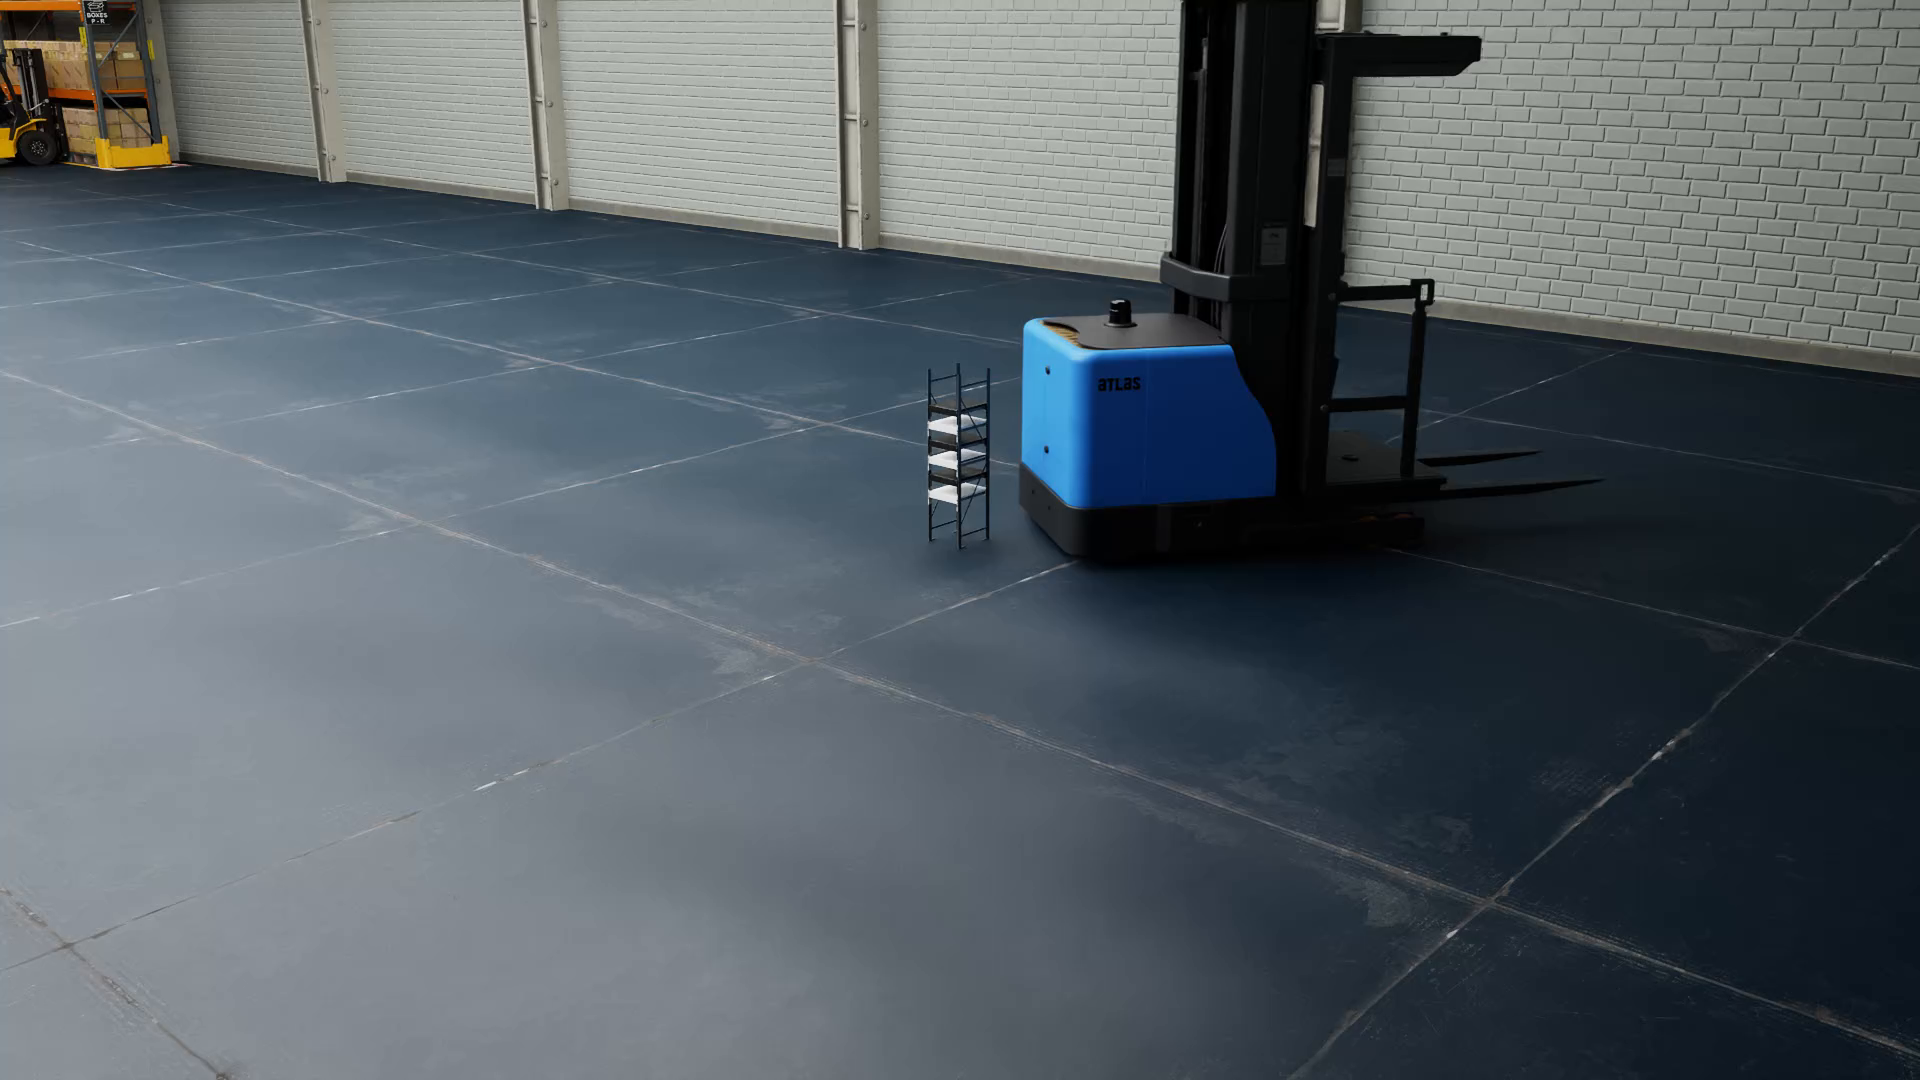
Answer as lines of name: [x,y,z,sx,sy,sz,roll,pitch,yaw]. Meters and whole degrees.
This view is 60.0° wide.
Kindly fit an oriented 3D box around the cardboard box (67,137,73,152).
cardboard box: [-16.004,-7.223,30.264,0.500,0.250,0.500,15,23,40]

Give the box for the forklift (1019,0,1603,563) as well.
forklift: [1.892,-1.502,8.498,3.031,2.935,1.130,-4,18,-13]

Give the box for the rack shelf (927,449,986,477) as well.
rack shelf: [-0.006,-0.399,8.491,0.200,0.077,0.258,15,23,39]

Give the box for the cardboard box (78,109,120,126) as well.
cardboard box: [-15.261,-7.494,29.465,0.500,0.250,0.500,16,24,41]

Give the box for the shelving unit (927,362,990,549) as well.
shelving unit: [-0.006,-0.431,8.481,0.210,0.900,0.258,15,23,39]

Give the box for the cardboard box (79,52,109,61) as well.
cardboard box: [-15.155,-8.469,29.101,0.250,0.149,0.380,15,23,40]

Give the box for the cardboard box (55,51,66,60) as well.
cardboard box: [-15.928,-8.675,29.750,0.250,0.149,0.380,14,22,38]

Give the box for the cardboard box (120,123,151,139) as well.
cardboard box: [-14.923,-7.375,29.917,0.500,0.250,0.500,16,23,40]

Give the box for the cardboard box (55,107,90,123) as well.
cardboard box: [-16.031,-7.694,30.096,0.500,0.250,0.500,15,23,40]

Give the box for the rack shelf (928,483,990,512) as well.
rack shelf: [-0.006,-0.227,8.545,0.200,0.077,0.258,15,23,39]

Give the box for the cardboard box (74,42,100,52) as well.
cardboard box: [-15.322,-8.671,29.247,0.250,0.149,0.380,15,23,39]

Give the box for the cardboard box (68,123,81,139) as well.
cardboard box: [-15.649,-7.364,29.882,0.500,0.250,0.500,15,23,39]

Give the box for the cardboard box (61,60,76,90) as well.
cardboard box: [-15.634,-8.299,29.639,0.500,0.500,0.500,16,24,41]

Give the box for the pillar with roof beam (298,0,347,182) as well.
pillar with roof beam: [-13.002,-9.131,22.505,0.400,9.000,9.100,15,23,39]

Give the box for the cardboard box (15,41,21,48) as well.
cardboard box: [-17.392,-9.249,31.066,0.250,0.149,0.380,15,23,40]

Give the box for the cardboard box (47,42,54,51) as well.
cardboard box: [-16.138,-8.863,29.849,0.250,0.149,0.380,16,23,40]

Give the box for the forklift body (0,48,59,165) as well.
forklift body: [-17.339,-7.669,29.222,1.214,2.155,2.313,15,23,39]

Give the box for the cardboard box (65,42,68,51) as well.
cardboard box: [-15.673,-8.785,29.604,0.250,0.149,0.380,15,23,40]

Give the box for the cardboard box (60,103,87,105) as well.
cardboard box: [-16.816,-8.122,31.443,0.500,0.250,0.500,15,23,38]

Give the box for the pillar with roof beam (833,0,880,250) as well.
pillar with roof beam: [-4.026,-6.721,14.913,0.400,9.000,9.100,15,23,39]

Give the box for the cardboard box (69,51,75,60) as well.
cardboard box: [-15.519,-8.580,29.450,0.250,0.149,0.380,16,23,40]

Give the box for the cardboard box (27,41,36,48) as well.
cardboard box: [-16.871,-9.075,30.517,0.250,0.149,0.380,15,23,38]

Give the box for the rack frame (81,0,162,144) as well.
rack frame: [-14.709,-8.106,29.195,0.127,3.000,1.000,15,23,39]

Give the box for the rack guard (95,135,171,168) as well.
rack guard: [-14.691,-6.910,29.558,0.348,0.500,1.175,15,23,39]

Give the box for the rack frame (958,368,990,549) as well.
rack frame: [0.070,-0.410,8.416,0.006,0.900,0.240,15,23,39]

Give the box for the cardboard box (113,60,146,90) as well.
cardboard box: [-14.895,-8.316,29.691,0.500,0.500,0.500,16,24,41]

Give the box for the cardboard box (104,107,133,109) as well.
cardboard box: [-15.319,-7.711,30.149,0.500,0.250,0.500,15,23,39]

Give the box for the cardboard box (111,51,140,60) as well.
cardboard box: [-14.791,-8.590,29.481,0.250,0.149,0.380,14,23,38]

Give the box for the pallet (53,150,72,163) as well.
pallet: [-16.217,-7.166,30.843,1.213,0.211,1.003,15,23,39]

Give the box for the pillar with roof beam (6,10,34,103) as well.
pillar with roof beam: [-21.977,-11.540,30.097,0.400,9.000,9.100,15,23,39]

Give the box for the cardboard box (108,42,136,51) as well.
cardboard box: [-14.819,-8.720,29.401,0.250,0.149,0.380,14,23,38]

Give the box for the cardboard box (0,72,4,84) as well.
cardboard box: [-18.252,-8.880,31.881,0.500,0.250,0.500,16,23,40]

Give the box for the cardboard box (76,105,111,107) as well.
cardboard box: [-16.065,-7.918,30.802,0.500,0.250,0.500,14,23,38]

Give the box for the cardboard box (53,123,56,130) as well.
cardboard box: [-16.421,-7.564,30.513,0.500,0.250,0.500,15,23,39]

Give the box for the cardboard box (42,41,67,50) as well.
cardboard box: [-16.445,-8.990,30.251,0.250,0.149,0.380,15,23,39]

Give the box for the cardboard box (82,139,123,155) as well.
cardboard box: [-15.270,-7.019,29.619,0.500,0.250,0.500,15,23,40]

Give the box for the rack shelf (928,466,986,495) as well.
rack shelf: [-0.006,-0.313,8.518,0.200,0.077,0.258,15,23,39]

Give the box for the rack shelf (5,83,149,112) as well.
rack shelf: [-16.205,-8.165,30.569,4.000,0.370,1.077,15,23,39]

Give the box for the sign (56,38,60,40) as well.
sign: [-17.334,-9.485,31.979,0.005,0.325,0.100,15,23,39]

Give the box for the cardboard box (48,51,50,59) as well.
cardboard box: [-16.257,-8.792,30.118,0.250,0.149,0.380,15,23,39]

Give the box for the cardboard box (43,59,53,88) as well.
cardboard box: [-16.400,-8.501,30.273,0.500,0.500,0.500,15,23,40]
